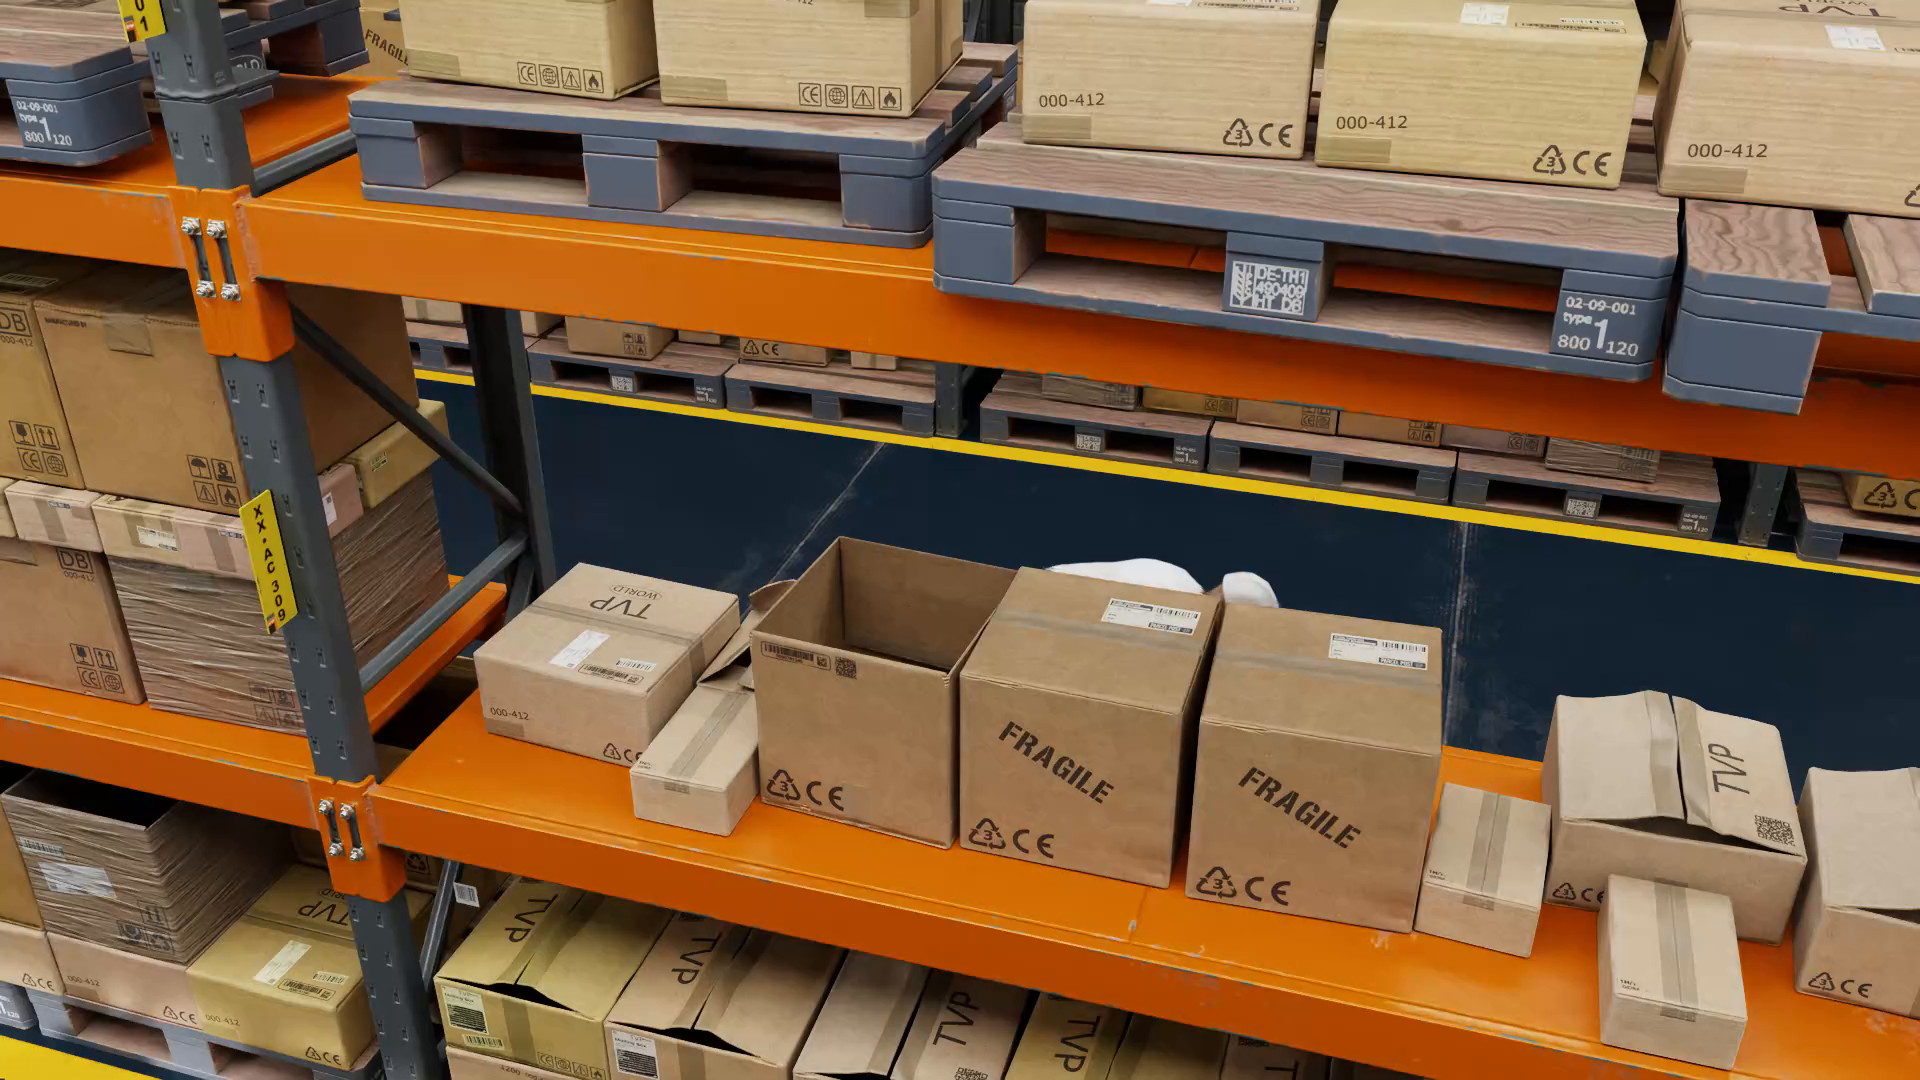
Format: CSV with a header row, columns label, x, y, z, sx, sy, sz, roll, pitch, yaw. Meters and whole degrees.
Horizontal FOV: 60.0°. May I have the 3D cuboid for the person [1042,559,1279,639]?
label,x,y,z,sx,sy,sz,roll,pitch,yaw
person,0.580,0.556,5.785,0.965,1.100,0.517,7,30,13
